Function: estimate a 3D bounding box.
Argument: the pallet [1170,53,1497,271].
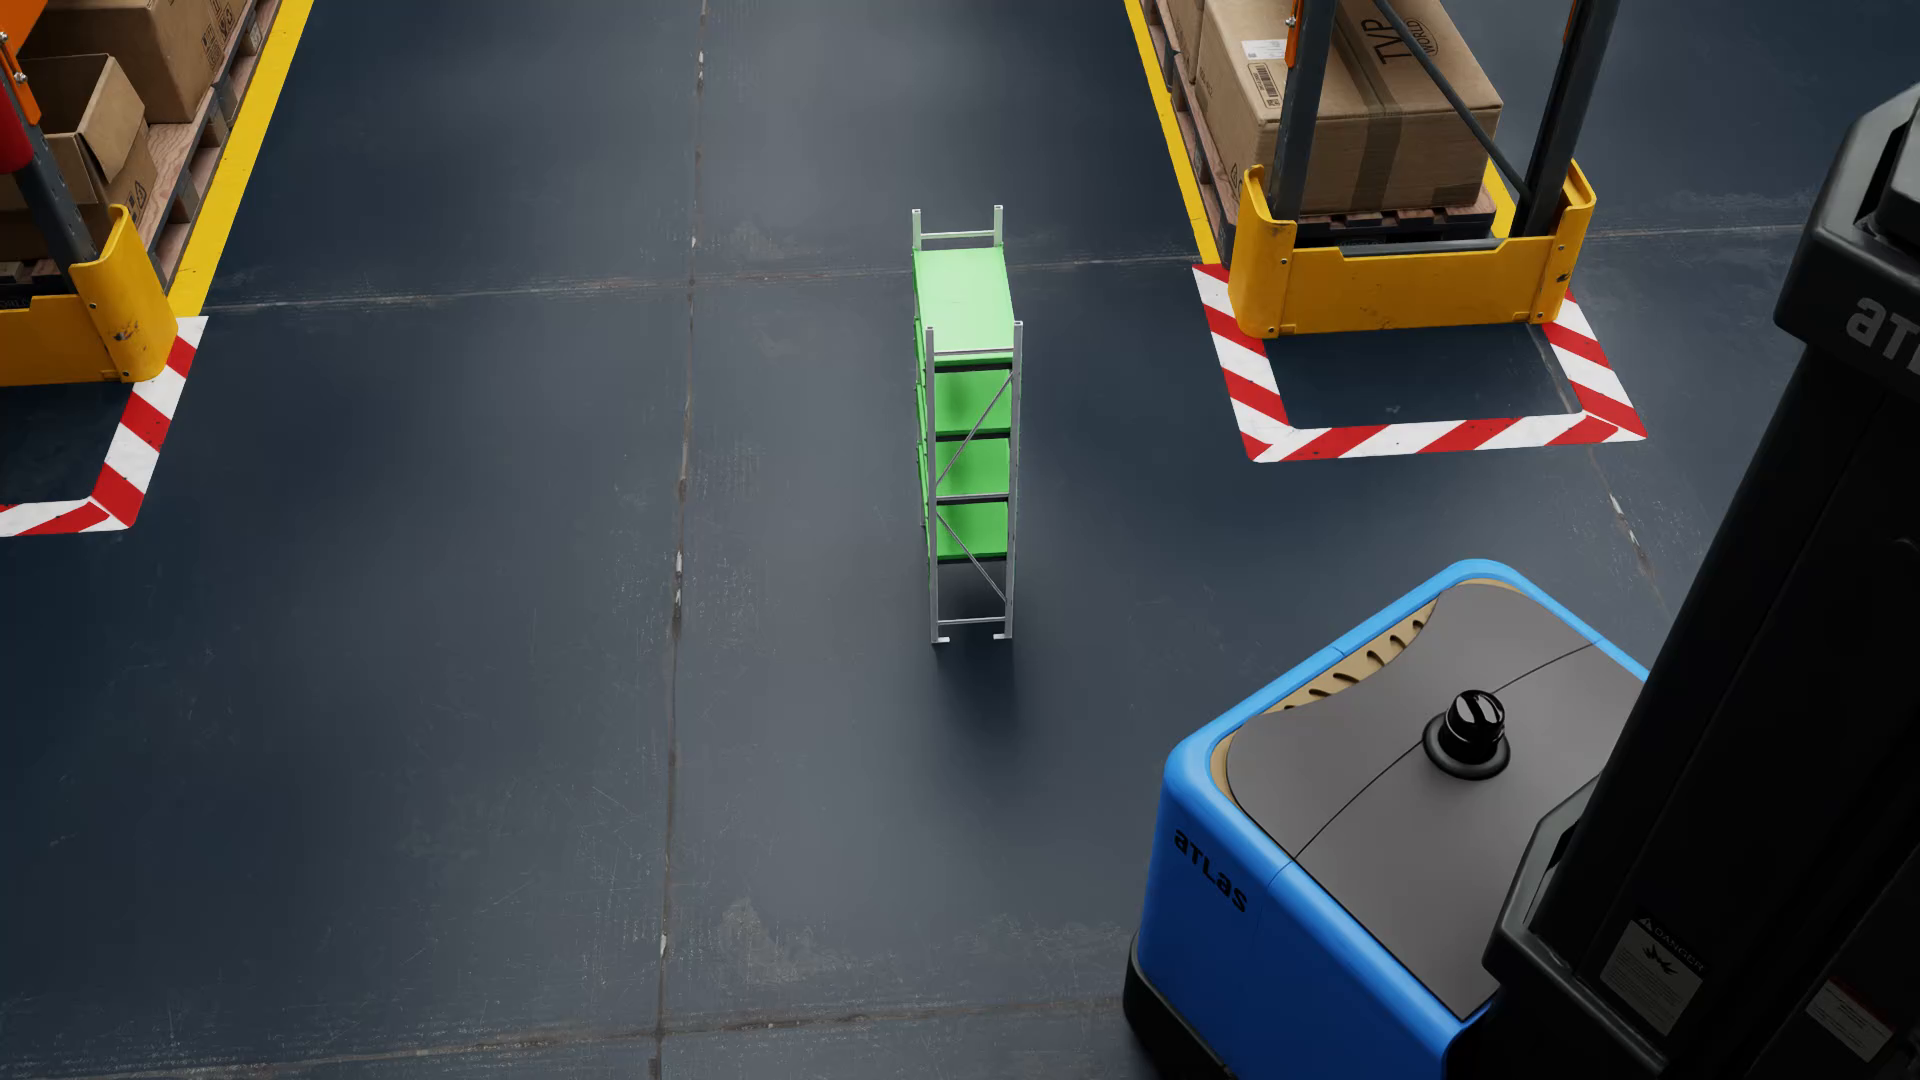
[{"bbox_3d":[1.430,-1.537,6.560,1.003,0.211,1.213,-3,47,-3],"label":"pallet"}]

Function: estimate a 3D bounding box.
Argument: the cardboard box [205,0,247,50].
[{"bbox_3d":[-3.306,-2.360,6.852,0.500,0.500,0.500,-3,47,-3],"label":"cardboard box"}]

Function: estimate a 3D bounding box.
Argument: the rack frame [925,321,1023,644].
[{"bbox_3d":[0.034,-0.116,4.534,0.240,1.200,0.015,-3,47,-3],"label":"rack frame"}]

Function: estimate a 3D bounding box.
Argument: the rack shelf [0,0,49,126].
[{"bbox_3d":[-3.539,-2.817,6.348,1.077,0.370,4.000,-3,47,-3],"label":"rack shelf"}]

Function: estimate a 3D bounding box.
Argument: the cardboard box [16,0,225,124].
[{"bbox_3d":[-3.361,-1.971,6.484,0.700,0.500,0.500,-2,47,-2],"label":"cardboard box"}]

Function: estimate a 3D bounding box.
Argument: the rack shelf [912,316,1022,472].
[{"bbox_3d":[0.014,-0.414,4.573,0.258,0.148,0.480,-3,47,-3],"label":"rack shelf"}]

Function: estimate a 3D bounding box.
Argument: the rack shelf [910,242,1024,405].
[{"bbox_3d":[0.014,-0.579,4.399,0.258,0.148,0.480,-3,47,-3],"label":"rack shelf"}]

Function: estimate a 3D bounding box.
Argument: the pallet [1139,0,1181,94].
[{"bbox_3d":[1.331,-2.417,7.394,1.003,0.211,1.213,-3,47,-3],"label":"pallet"}]

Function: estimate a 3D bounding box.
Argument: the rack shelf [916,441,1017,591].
[{"bbox_3d":[0.014,-0.084,4.922,0.258,0.148,0.480,-3,47,-3],"label":"rack shelf"}]

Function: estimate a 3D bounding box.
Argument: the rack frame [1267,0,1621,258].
[{"bbox_3d":[1.574,-1.922,5.004,1.000,3.000,0.127,-3,47,-3],"label":"rack frame"}]

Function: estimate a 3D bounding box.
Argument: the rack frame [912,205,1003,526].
[{"bbox_3d":[-0.007,-0.469,4.868,0.240,1.200,0.015,-3,47,-3],"label":"rack frame"}]

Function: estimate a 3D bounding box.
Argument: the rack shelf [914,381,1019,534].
[{"bbox_3d":[0.014,-0.249,4.747,0.258,0.148,0.480,-3,47,-3],"label":"rack shelf"}]

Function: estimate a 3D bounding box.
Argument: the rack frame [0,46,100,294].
[{"bbox_3d":[-3.372,-1.617,4.716,1.000,3.000,0.127,-3,47,-3],"label":"rack frame"}]

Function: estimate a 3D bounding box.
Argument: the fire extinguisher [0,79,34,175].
[{"bbox_3d":[-2.899,-1.384,4.805,0.296,0.674,0.183,-3,47,-3],"label":"fire extinguisher"}]

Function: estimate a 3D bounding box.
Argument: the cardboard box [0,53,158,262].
[{"bbox_3d":[-3.328,-1.352,5.894,0.797,0.503,0.637,-5,47,-5],"label":"cardboard box"}]

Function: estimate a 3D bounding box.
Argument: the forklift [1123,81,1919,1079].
[{"bbox_3d":[1.685,0.813,2.461,1.130,2.935,3.031,-29,53,-24],"label":"forklift"}]

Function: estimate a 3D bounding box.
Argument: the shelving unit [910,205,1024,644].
[{"bbox_3d":[0.014,-0.293,4.701,0.258,1.200,0.503,-3,47,-3],"label":"shelving unit"}]

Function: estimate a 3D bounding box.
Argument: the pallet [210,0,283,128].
[{"bbox_3d":[-3.545,-2.171,7.161,1.003,0.211,1.213,-3,47,-3],"label":"pallet"}]

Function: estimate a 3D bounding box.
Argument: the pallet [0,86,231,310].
[{"bbox_3d":[-3.446,-1.290,6.327,1.003,0.211,1.213,-3,47,-3],"label":"pallet"}]

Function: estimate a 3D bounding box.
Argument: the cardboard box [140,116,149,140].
[{"bbox_3d":[-3.325,-1.540,6.316,0.380,0.149,0.250,-5,47,-5],"label":"cardboard box"}]

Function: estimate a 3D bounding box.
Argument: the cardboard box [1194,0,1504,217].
[{"bbox_3d":[1.420,-1.657,6.228,0.875,0.438,0.875,-5,47,-5],"label":"cardboard box"}]

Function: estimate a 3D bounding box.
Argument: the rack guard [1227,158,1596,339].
[{"bbox_3d":[1.576,-1.045,5.895,1.175,0.500,0.348,-3,47,-3],"label":"rack guard"}]

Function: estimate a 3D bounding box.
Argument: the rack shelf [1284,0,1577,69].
[{"bbox_3d":[1.407,-3.122,6.636,1.077,0.370,4.000,-3,47,-3],"label":"rack shelf"}]

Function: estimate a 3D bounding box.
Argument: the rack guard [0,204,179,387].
[{"bbox_3d":[-3.378,-0.813,5.676,1.175,0.500,0.348,-3,47,-3],"label":"rack guard"}]

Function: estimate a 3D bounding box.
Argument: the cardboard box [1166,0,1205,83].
[{"bbox_3d":[1.335,-2.318,6.855,0.875,0.438,0.875,-2,47,-2],"label":"cardboard box"}]
